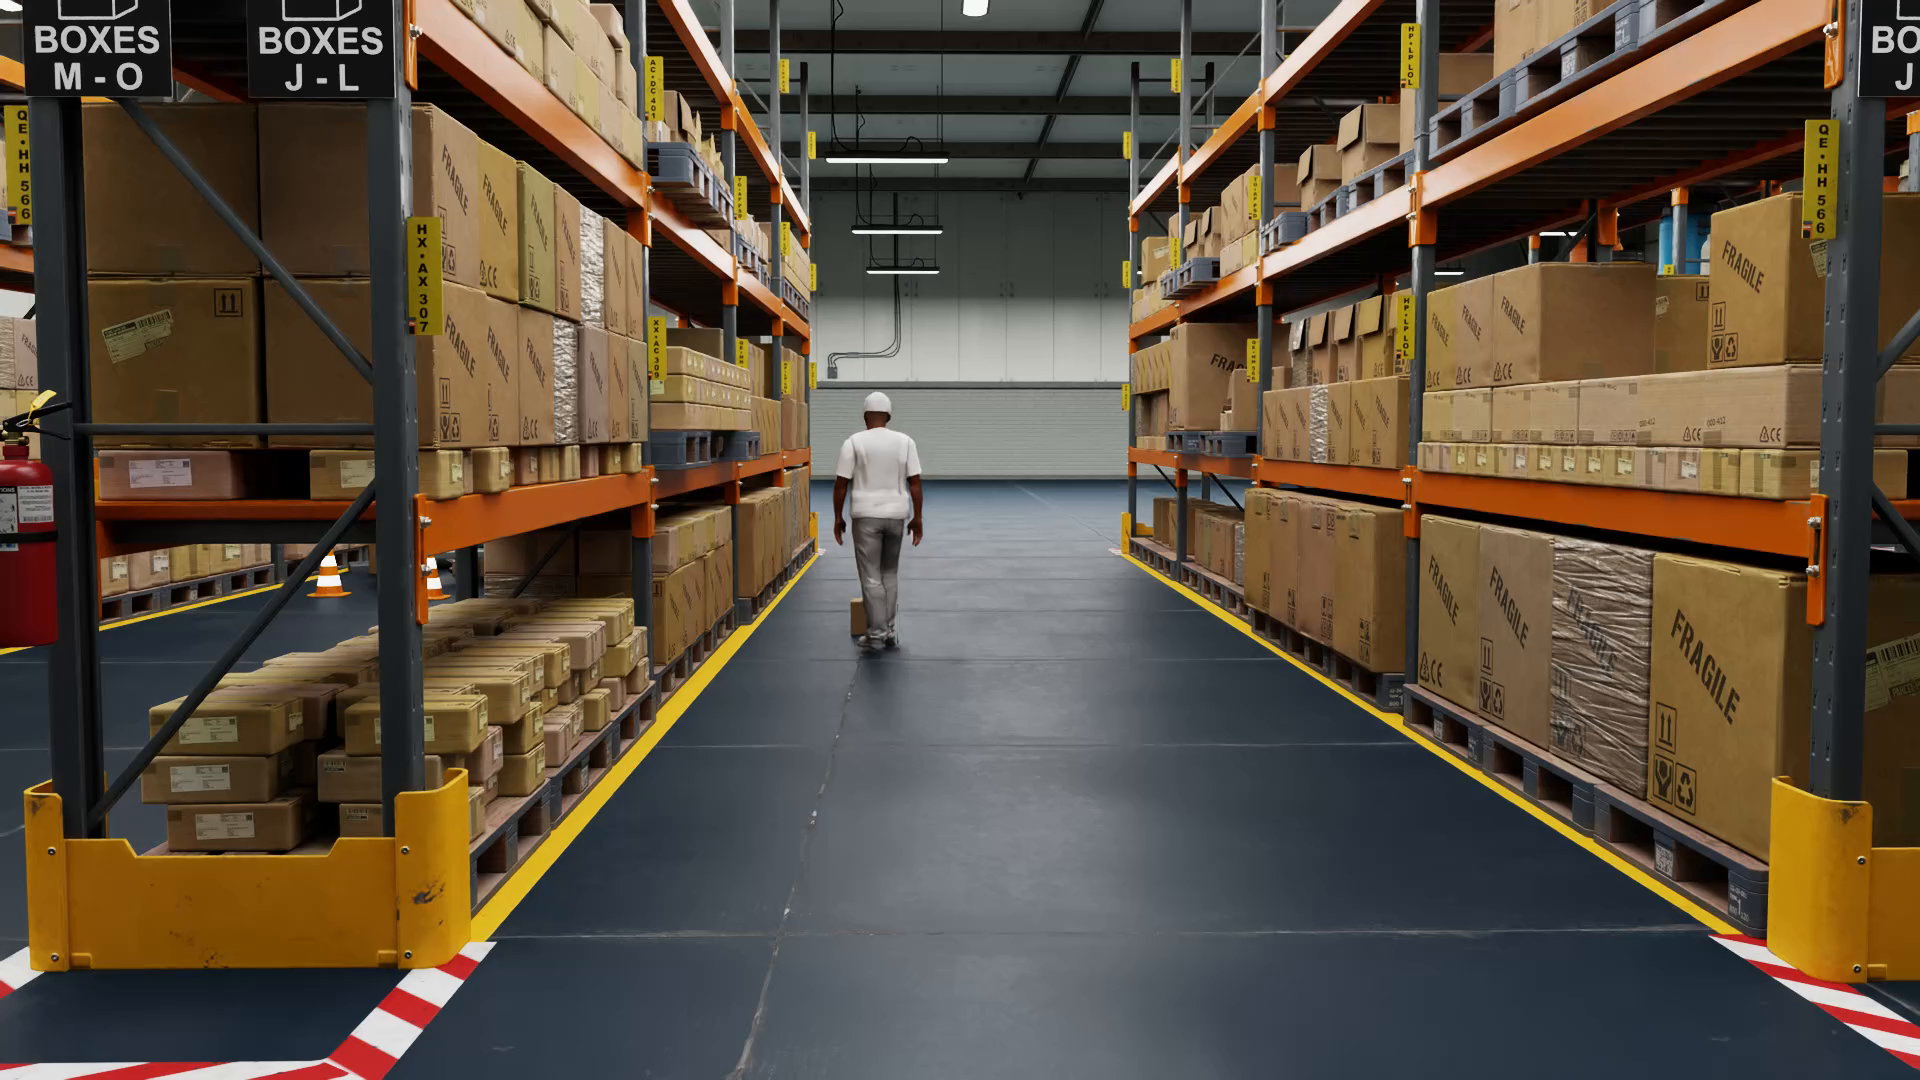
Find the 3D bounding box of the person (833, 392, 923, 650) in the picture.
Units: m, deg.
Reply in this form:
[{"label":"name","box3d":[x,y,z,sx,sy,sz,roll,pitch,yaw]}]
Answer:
[{"label":"person","box3d":[-0.565,-0.117,11.461,0.595,1.802,0.515,-2,4,-25]}]
